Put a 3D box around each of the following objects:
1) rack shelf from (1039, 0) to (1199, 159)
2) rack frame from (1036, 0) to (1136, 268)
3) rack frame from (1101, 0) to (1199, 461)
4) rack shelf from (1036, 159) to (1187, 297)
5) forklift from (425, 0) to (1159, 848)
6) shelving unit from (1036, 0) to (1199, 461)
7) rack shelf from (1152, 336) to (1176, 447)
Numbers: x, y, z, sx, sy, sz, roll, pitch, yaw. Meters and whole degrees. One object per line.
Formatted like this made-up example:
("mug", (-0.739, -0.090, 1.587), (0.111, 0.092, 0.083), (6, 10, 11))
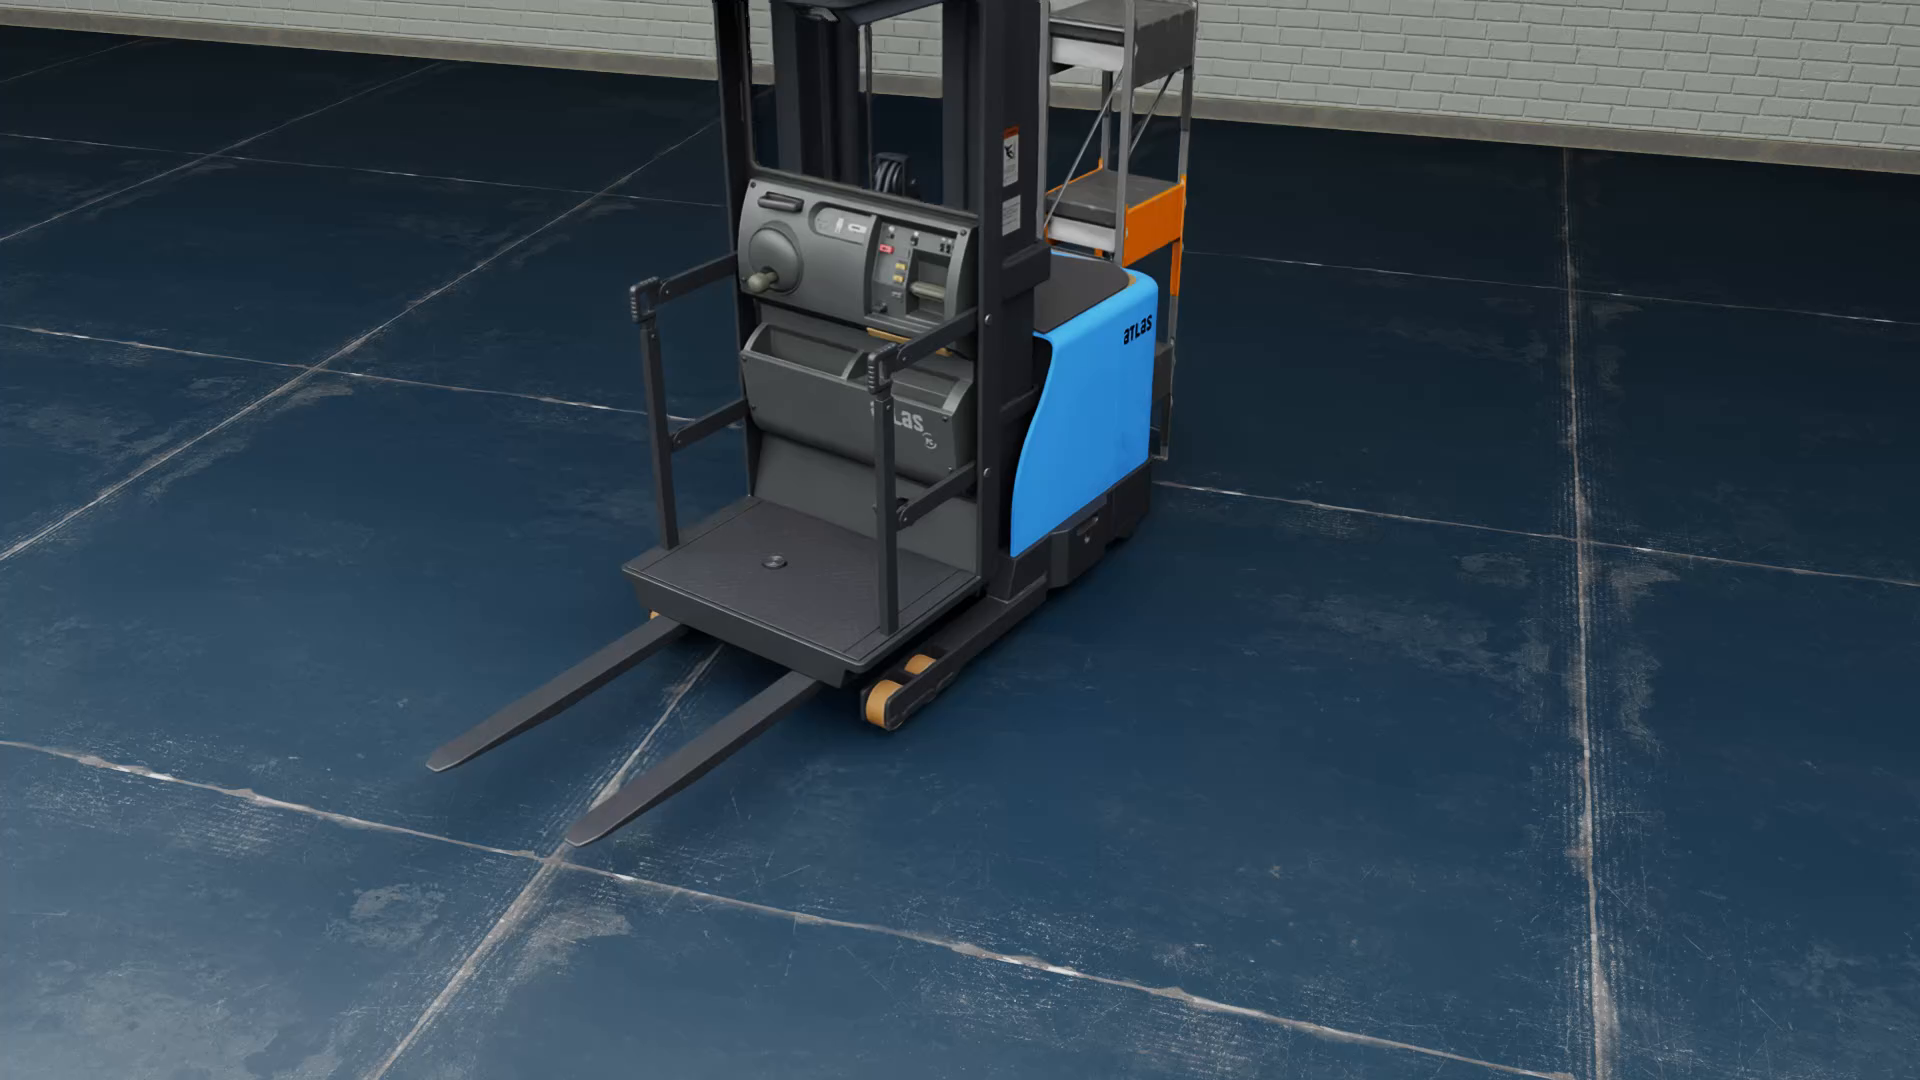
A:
("rack shelf", (0.614, -1.827, 6.463), (0.431, 0.518, 0.480), (19, 34, 30))
("rack frame", (0.473, -1.130, 6.622), (0.400, 2.100, 0.015), (19, 34, 30))
("rack frame", (0.755, -1.324, 6.971), (0.400, 2.100, 0.015), (19, 34, 30))
("rack shelf", (0.614, -1.215, 6.803), (0.431, 0.518, 0.480), (19, 34, 30))
("forklift", (-0.484, -0.908, 5.368), (1.130, 2.935, 3.031), (19, 34, 30))
("shelving unit", (0.614, -1.227, 6.796), (0.431, 2.100, 0.503), (19, 34, 30))
("rack shelf", (0.614, -0.604, 7.143), (0.431, 0.518, 0.480), (19, 34, 30))
